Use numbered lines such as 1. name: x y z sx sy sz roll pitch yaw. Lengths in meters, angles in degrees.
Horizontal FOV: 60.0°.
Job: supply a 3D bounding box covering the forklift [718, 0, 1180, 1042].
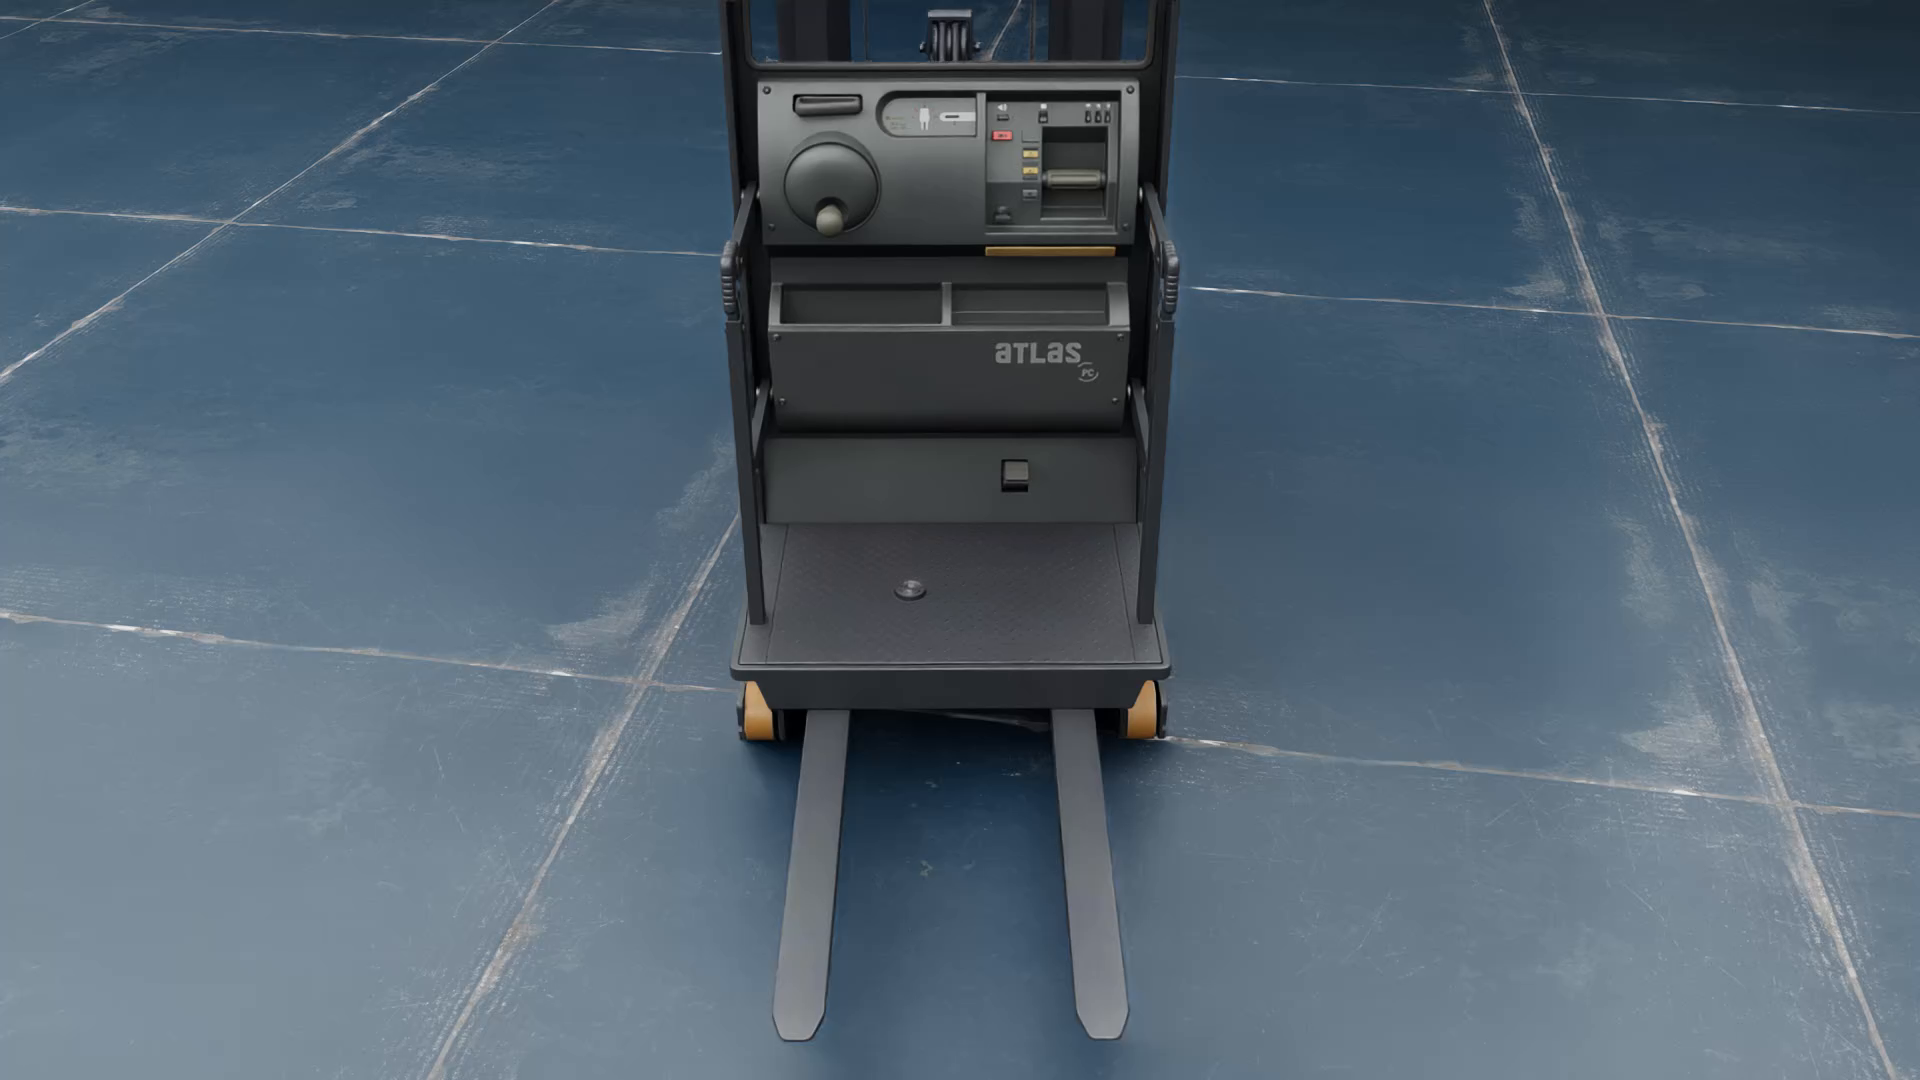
1. forklift: -0.025 -0.877 3.888 1.130 2.935 3.031 0 32 0
